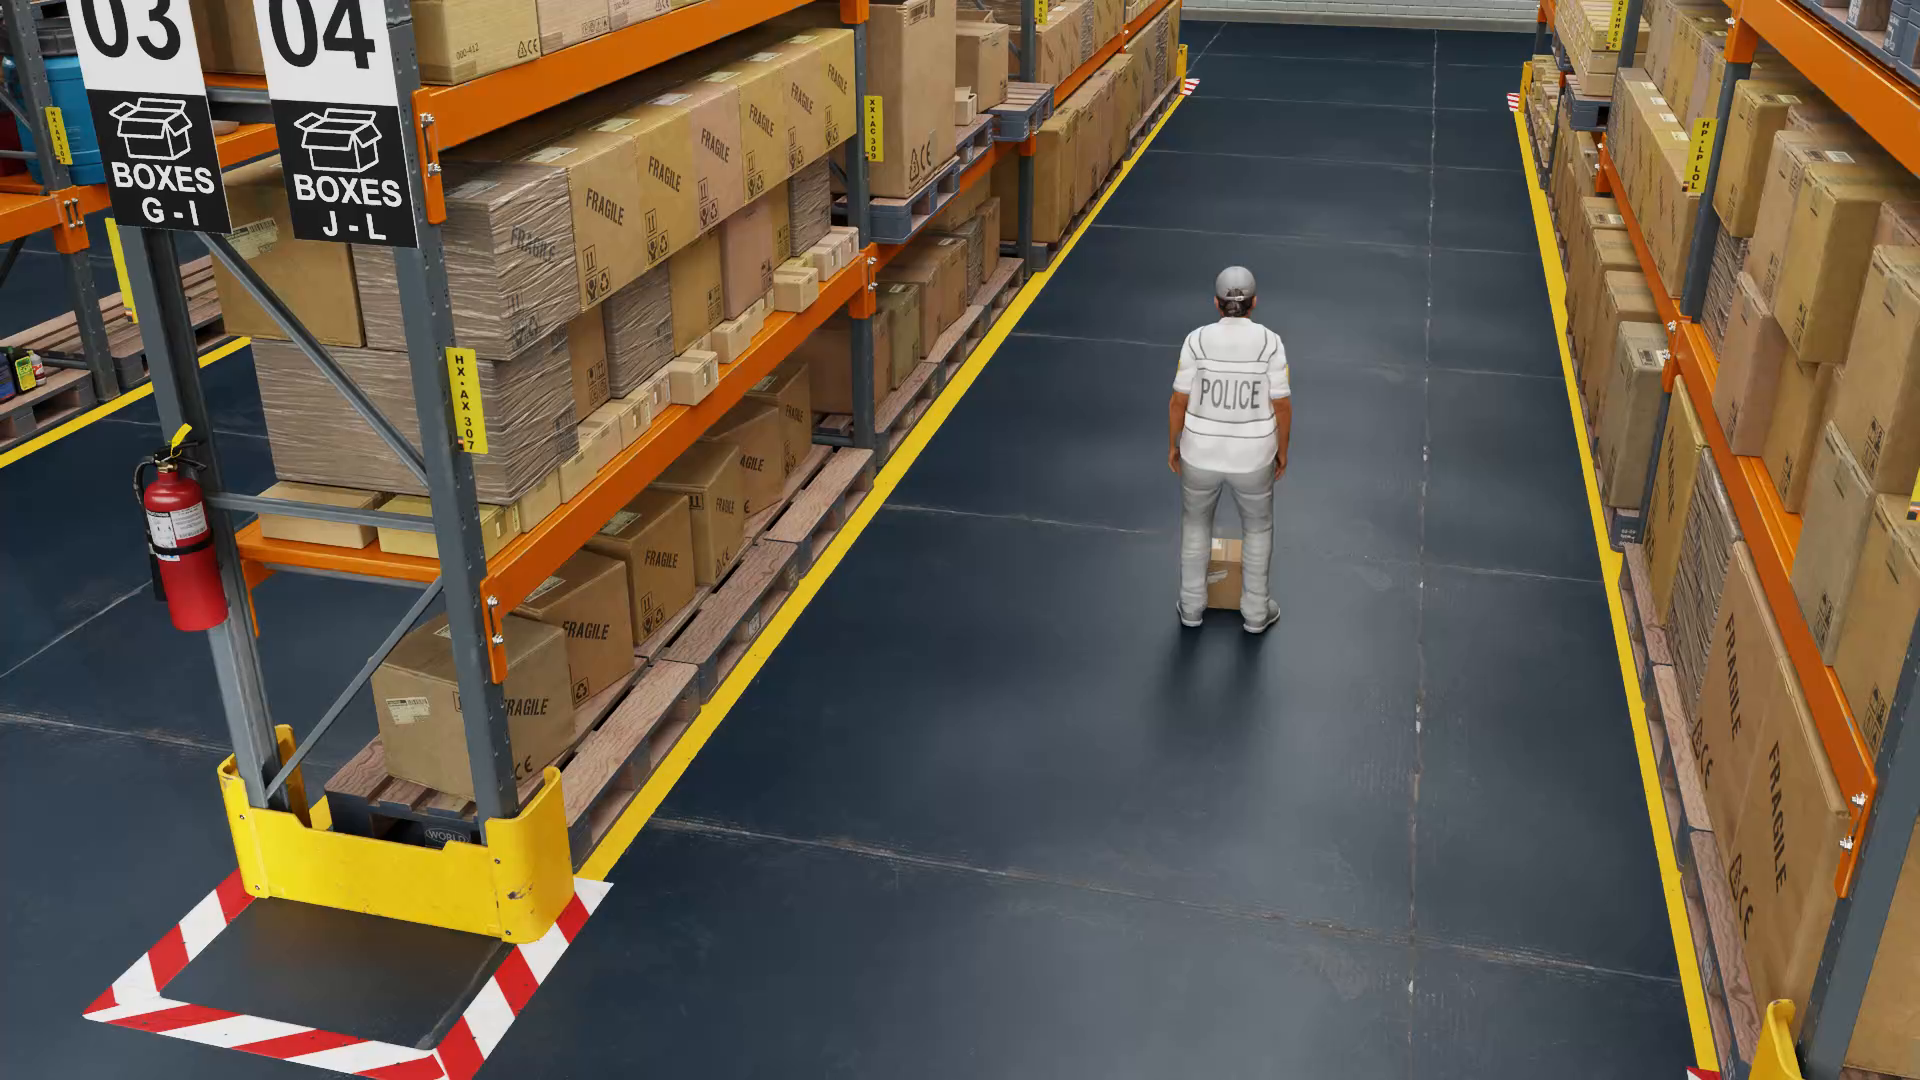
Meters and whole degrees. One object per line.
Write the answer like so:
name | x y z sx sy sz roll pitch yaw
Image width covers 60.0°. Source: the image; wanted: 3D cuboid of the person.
person | 1.200 -0.367 7.388 0.561 1.653 0.394 5 26 11
